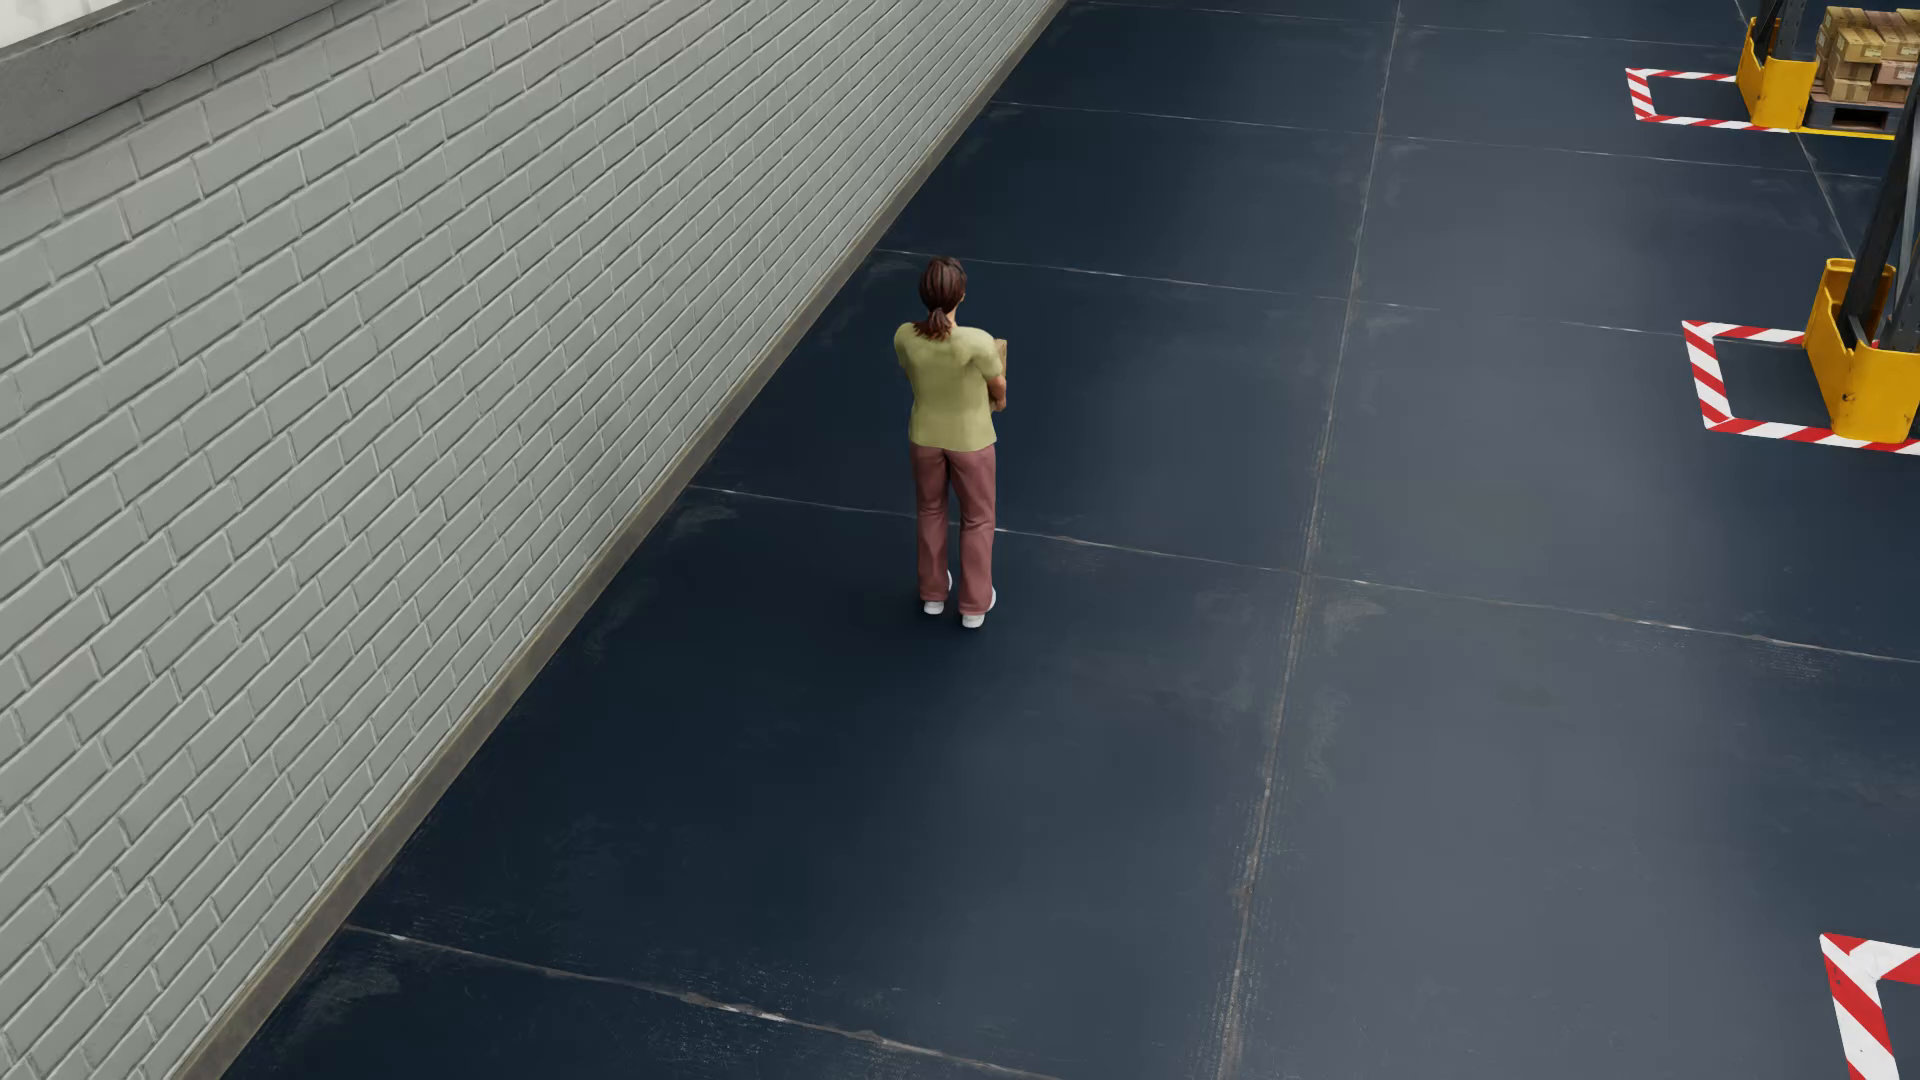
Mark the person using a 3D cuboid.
[{"bbox_3d":[-0.022,-0.422,6.804,0.426,1.664,0.551,9,34,13],"label":"person"}]
